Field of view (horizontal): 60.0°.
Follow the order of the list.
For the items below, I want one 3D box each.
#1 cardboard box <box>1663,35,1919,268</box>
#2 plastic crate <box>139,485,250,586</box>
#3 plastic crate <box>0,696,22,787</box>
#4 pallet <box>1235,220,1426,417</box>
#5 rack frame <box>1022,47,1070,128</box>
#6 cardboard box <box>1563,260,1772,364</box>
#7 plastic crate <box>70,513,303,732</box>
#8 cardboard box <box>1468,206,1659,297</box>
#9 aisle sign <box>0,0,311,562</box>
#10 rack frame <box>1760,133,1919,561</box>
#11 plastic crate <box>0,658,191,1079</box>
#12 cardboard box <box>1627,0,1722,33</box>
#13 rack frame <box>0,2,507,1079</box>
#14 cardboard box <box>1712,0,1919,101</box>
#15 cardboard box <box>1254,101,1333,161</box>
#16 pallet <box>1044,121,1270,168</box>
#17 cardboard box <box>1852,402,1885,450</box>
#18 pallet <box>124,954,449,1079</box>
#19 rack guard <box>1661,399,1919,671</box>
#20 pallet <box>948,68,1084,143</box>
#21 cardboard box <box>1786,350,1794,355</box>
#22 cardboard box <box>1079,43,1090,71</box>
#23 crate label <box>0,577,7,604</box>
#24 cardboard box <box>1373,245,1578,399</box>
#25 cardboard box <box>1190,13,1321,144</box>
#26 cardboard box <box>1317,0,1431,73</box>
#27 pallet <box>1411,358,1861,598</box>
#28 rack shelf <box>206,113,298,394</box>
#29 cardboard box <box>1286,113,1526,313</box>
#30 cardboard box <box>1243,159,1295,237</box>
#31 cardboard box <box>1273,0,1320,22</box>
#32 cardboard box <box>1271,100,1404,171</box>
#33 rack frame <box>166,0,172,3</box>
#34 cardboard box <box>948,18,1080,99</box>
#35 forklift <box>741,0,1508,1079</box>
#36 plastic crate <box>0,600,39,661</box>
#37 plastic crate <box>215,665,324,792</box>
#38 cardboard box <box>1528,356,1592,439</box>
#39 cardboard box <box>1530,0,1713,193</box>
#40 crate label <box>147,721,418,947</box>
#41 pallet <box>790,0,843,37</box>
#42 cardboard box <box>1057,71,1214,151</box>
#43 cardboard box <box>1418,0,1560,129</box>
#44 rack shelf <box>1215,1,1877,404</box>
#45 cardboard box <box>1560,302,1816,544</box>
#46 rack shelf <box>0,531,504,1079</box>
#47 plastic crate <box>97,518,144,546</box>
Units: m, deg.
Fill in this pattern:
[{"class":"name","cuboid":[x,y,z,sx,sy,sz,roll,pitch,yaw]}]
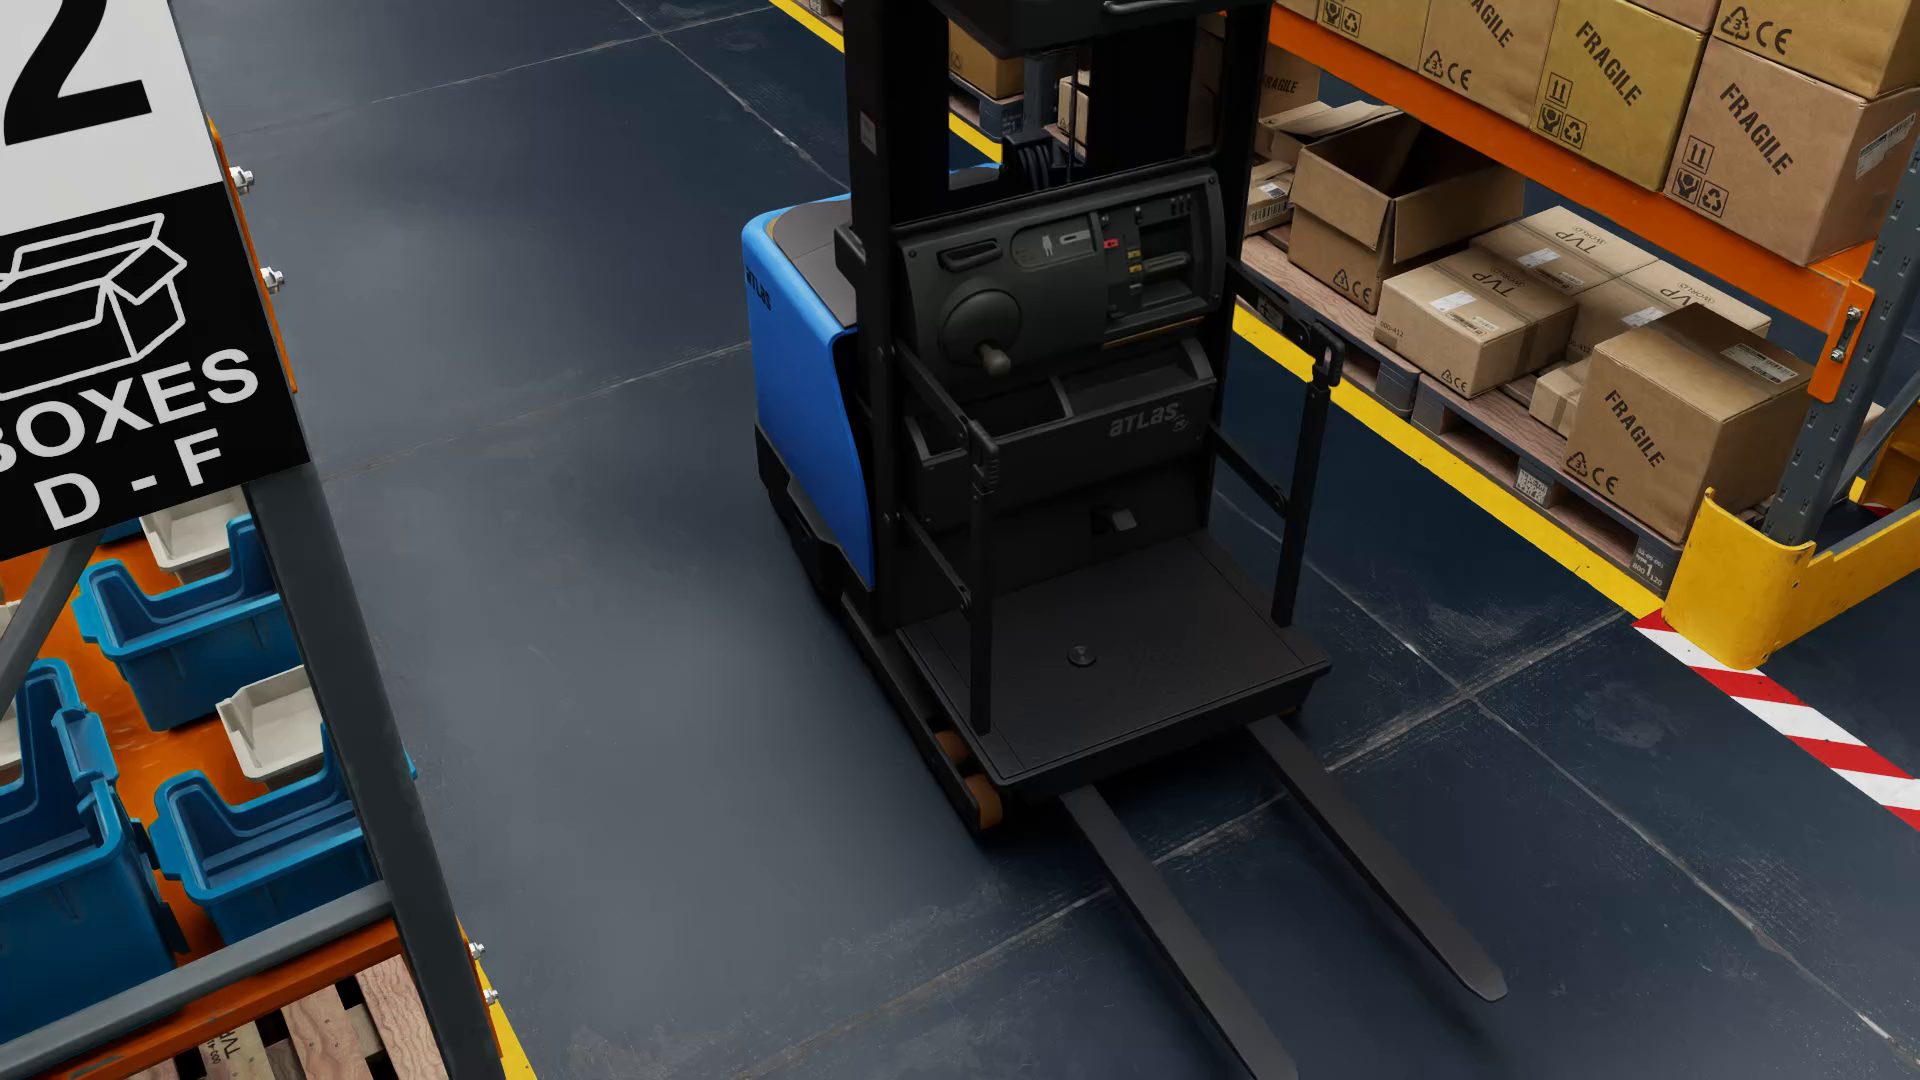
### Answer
[{"class":"cardboard box","cuboid":[2.428,-1.162,4.723,0.500,0.500,0.500,-21,44,-23]},{"class":"plastic crate","cuboid":[-1.603,-0.009,3.577,0.250,0.136,0.298,-22,45,-24]},{"class":"plastic crate","cuboid":[-1.871,0.428,3.053,0.396,0.136,0.243,-22,45,-24]},{"class":"pallet","cuboid":[1.776,-1.033,6.825,1.003,0.211,1.213,-22,45,-24]},{"class":"rack frame","cuboid":[0.748,-3.135,7.169,1.000,3.000,0.127,-22,45,-24]},{"class":"cardboard box","cuboid":[2.576,-0.749,6.110,0.500,0.250,0.500,-22,45,-24]},{"class":"plastic crate","cuboid":[-1.489,0.167,3.291,0.416,0.233,0.300,-22,45,-24]},{"class":"cardboard box","cuboid":[2.308,-1.019,6.434,0.500,0.250,0.500,-22,45,-24]},{"class":"aisle sign","cuboid":[-0.991,-0.335,1.778,0.394,0.787,0.004,-22,45,-24]},{"class":"rack frame","cuboid":[2.898,-0.976,4.578,1.000,3.000,0.127,-22,45,-24]},{"class":"plastic crate","cuboid":[-1.617,0.574,2.643,0.616,0.435,0.499,-22,45,-24]},{"class":"cardboard box","cuboid":[2.155,-1.816,4.727,0.500,0.500,0.500,-21,44,-23]},{"class":"rack frame","cuboid":[-1.280,0.727,2.534,1.000,3.000,0.127,-22,45,-24]},{"class":"cardboard box","cuboid":[2.427,-1.544,4.400,0.500,0.500,0.500,-23,45,-25]},{"class":"cardboard box","cuboid":[1.545,-1.817,7.471,0.380,0.149,0.250,-22,45,-24]},{"class":"pallet","cuboid":[1.116,-1.692,7.616,1.003,0.211,1.213,-22,45,-24]},{"class":"cardboard box","cuboid":[2.963,-0.394,5.763,0.380,0.149,0.250,-22,45,-24]},{"class":"pallet","cuboid":[-1.691,1.340,3.977,1.003,0.211,1.213,-22,45,-24]},{"class":"rack guard","cuboid":[2.858,-0.056,5.427,1.175,0.500,0.348,-22,45,-24]},{"class":"pallet","cuboid":[0.278,-2.489,8.573,1.003,0.211,1.213,-22,45,-24]},{"class":"cardboard box","cuboid":[2.829,-0.536,5.919,0.380,0.166,0.250,-22,45,-24]},{"class":"cardboard box","cuboid":[0.693,-2.688,8.242,0.500,0.500,0.500,-24,46,-26]},{"class":"crate label","cuboid":[-2.185,0.124,3.417,0.396,0.136,0.243,-22,45,-24]},{"class":"cardboard box","cuboid":[1.913,-0.820,6.195,0.500,0.250,0.500,-22,45,-24]},{"class":"cardboard box","cuboid":[1.293,-2.134,7.576,0.500,0.500,0.500,-22,45,-24]},{"class":"cardboard box","cuboid":[1.612,-1.984,5.710,0.500,0.500,0.500,-23,45,-25]},{"class":"pallet","cuboid":[2.428,-0.375,6.036,1.003,0.211,1.213,-22,45,-24]},{"class":"rack shelf","cuboid":[-2.355,-1.228,3.100,1.077,0.370,4.000,-22,45,-24]},{"class":"cardboard box","cuboid":[1.762,-1.332,6.612,0.797,0.503,0.637,-22,45,-24]},{"class":"cardboard box","cuboid":[1.264,-1.451,7.018,0.380,0.166,0.250,-22,45,-24]},{"class":"cardboard box","cuboid":[1.337,-2.258,6.039,0.500,0.500,0.500,-22,45,-25]},{"class":"cardboard box","cuboid":[1.696,-1.656,7.151,0.500,0.311,0.500,-22,45,-24]},{"class":"rack frame","cuboid":[-1.280,-1.577,0.614,1.000,3.000,0.127,-22,45,-24]},{"class":"cardboard box","cuboid":[0.241,-2.511,8.029,0.500,0.500,0.500,-22,45,-25]},{"class":"forklift","cuboid":[0.383,-0.622,4.207,1.130,2.935,3.031,-17,43,-20]},{"class":"plastic crate","cuboid":[-2.015,0.266,3.246,0.396,0.136,0.243,-22,45,-24]},{"class":"plastic crate","cuboid":[-1.238,0.357,3.137,0.250,0.136,0.298,-22,45,-24]},{"class":"cardboard box","cuboid":[2.256,-0.515,5.894,0.380,0.166,0.250,-22,45,-24]},{"class":"cardboard box","cuboid":[2.146,-1.441,5.058,0.500,0.500,0.500,-22,45,-24]},{"class":"crate label","cuboid":[-1.135,0.522,2.864,0.416,0.233,0.303,-22,45,-24]},{"class":"pallet","cuboid":[-0.382,-3.149,9.364,1.003,0.211,1.213,-22,45,-24]},{"class":"cardboard box","cuboid":[0.791,-1.970,7.527,0.500,0.311,0.500,-22,45,-24]},{"class":"cardboard box","cuboid":[1.883,-1.712,5.384,0.500,0.500,0.500,-22,45,-24]},{"class":"rack shelf","cuboid":[1.823,-1.779,6.104,1.077,0.370,4.000,-22,45,-24]},{"class":"cardboard box","cuboid":[2.398,-0.393,5.488,0.500,0.500,0.500,-22,45,-24]},{"class":"rack shelf","cuboid":[-2.355,-0.076,4.060,1.077,0.370,4.000,-22,45,-24]},{"class":"plastic crate","cuboid":[-1.843,-0.189,3.717,0.416,0.233,0.300,-22,45,-24]}]
